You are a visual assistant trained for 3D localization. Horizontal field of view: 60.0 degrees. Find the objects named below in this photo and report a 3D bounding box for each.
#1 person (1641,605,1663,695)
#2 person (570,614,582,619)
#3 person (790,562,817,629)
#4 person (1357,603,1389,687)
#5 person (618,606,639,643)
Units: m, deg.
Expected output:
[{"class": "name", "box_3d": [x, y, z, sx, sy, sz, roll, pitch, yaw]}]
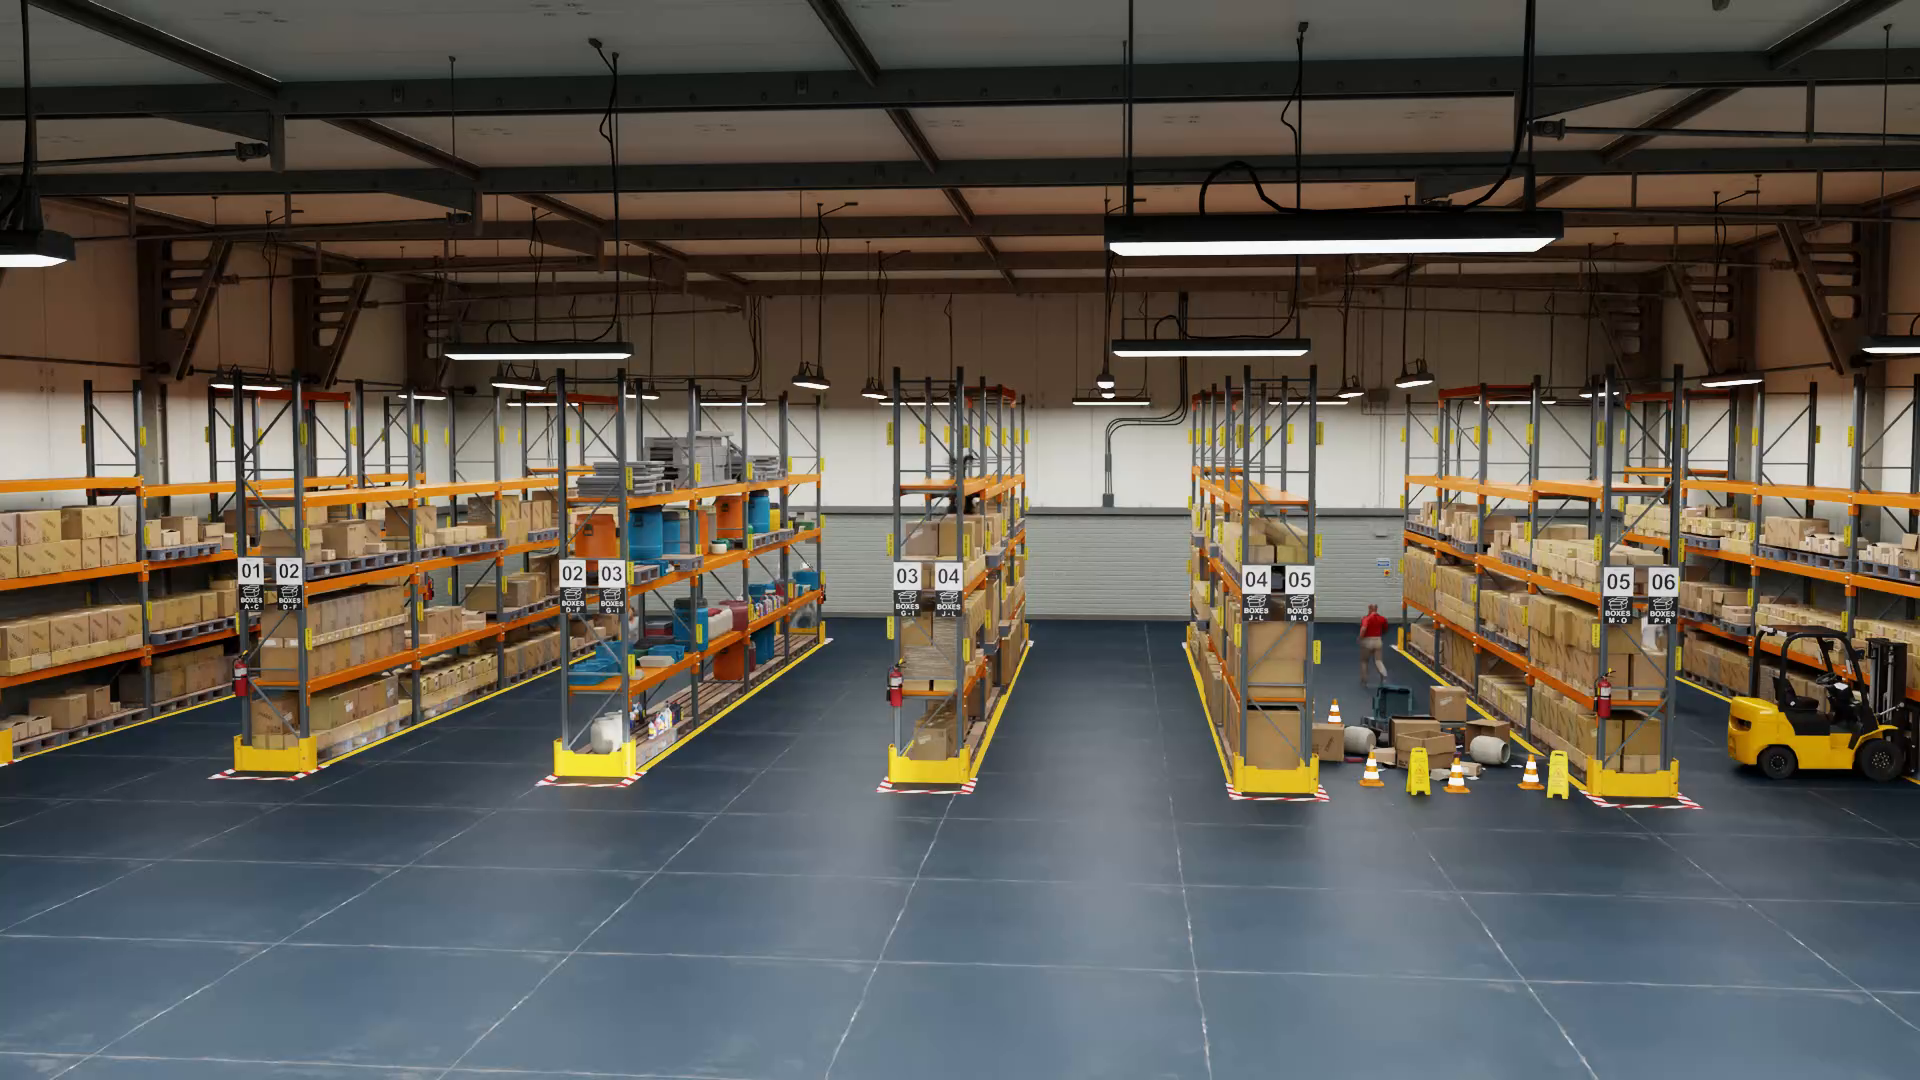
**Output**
[{"class": "person", "box_3d": [13.156, 2.112, 31.874, 0.689, 1.752, 1.063, 0, 4, -6]}, {"class": "person", "box_3d": [-9.724, 1.515, 42.382, 0.872, 1.673, 0.607, 1, 4, 16]}, {"class": "person", "box_3d": [-3.916, 1.482, 42.416, 0.849, 1.832, 0.636, 1, 4, 21]}, {"class": "person", "box_3d": [8.189, 2.090, 33.009, 0.659, 1.695, 0.906, -1, 4, -8]}, {"class": "person", "box_3d": [-6.664, 2.109, 33.853, 0.574, 1.563, 0.853, -1, 4, -11]}]
